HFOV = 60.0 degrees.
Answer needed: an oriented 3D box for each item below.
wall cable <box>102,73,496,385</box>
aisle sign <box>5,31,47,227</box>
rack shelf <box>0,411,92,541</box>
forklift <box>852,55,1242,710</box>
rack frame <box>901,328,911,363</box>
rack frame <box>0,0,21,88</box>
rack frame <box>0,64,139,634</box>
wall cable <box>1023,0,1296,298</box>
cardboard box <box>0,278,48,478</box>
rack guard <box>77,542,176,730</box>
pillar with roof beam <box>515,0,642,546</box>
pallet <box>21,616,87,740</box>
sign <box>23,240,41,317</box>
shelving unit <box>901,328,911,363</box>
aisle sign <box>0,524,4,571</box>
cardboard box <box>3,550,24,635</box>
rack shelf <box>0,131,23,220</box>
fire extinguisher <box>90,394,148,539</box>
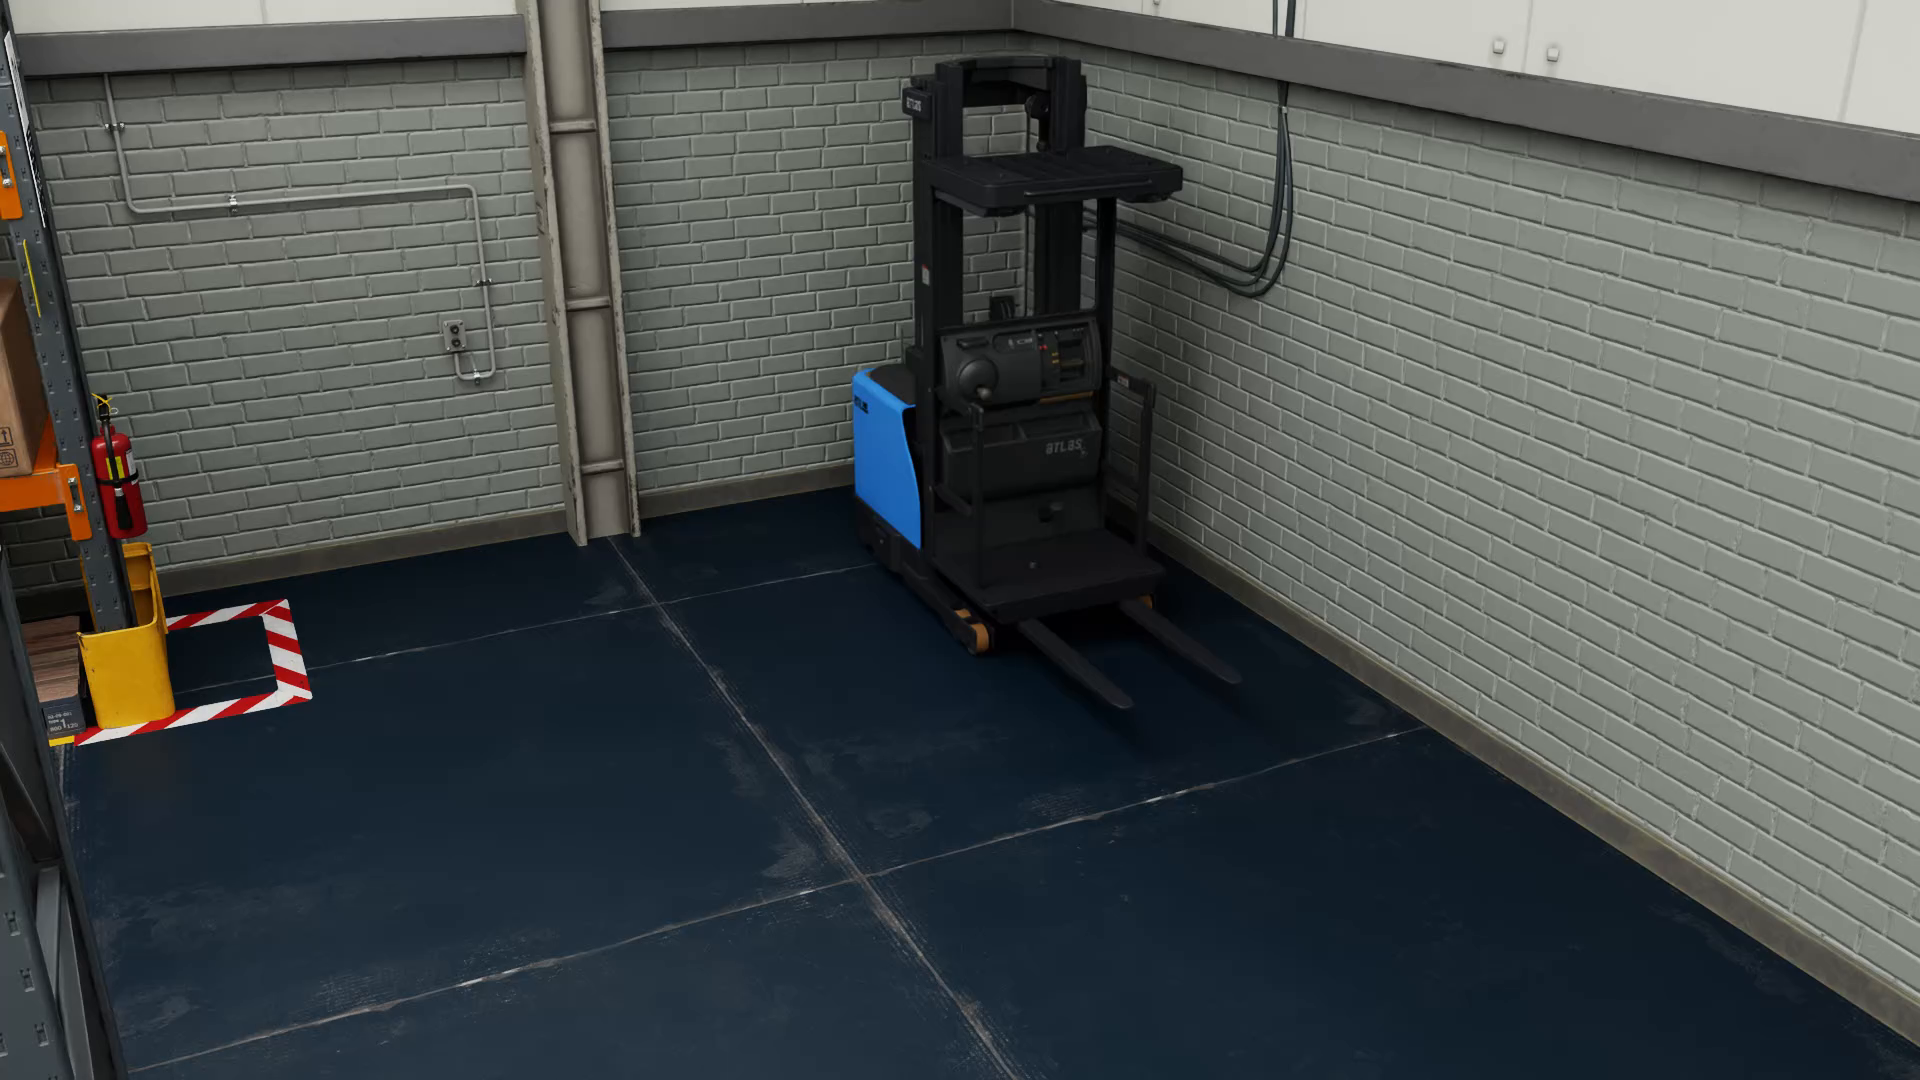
[{"bbox_3d":[-3.532,-1.695,9.095,1.851,1.984,0.084,-10,25,-24],"label":"wall cable"},{"bbox_3d":[-4.080,-1.797,7.270,0.004,0.787,0.394,-10,25,-24],"label":"aisle sign"},{"bbox_3d":[-6.078,-0.023,7.325,4.000,0.370,1.077,-10,25,-24],"label":"rack shelf"},{"bbox_3d":[0.424,-0.939,8.687,1.130,2.935,3.031,-10,25,-23],"label":"forklift"},{"bbox_3d":[-0.308,-0.712,10.399,0.006,1.200,0.240,-10,24,-23],"label":"rack frame"},{"bbox_3d":[-4.275,-3.459,6.841,0.127,3.000,1.000,-10,25,-24],"label":"rack frame"},{"bbox_3d":[-4.275,-0.687,7.989,0.127,3.000,1.000,-10,25,-24],"label":"rack frame"},{"bbox_3d":[0.976,-2.840,9.404,0.112,2.526,3.097,-10,25,-24],"label":"wall cable"},{"bbox_3d":[-4.731,-0.738,7.718,0.700,0.700,0.980,-9,24,-21],"label":"cardboard box"},{"bbox_3d":[-4.254,0.464,8.476,0.348,0.500,1.175,-10,25,-24],"label":"rack guard"},{"bbox_3d":[-0.351,-2.722,5.059,0.400,9.000,9.100,-10,25,-24],"label":"pillar with roof beam"},{"bbox_3d":[-4.962,0.761,8.136,1.213,0.211,1.003,-10,25,-24],"label":"pallet"},{"bbox_3d":[-4.053,-1.142,7.264,0.005,0.325,0.100,-10,25,-24],"label":"sign"},{"bbox_3d":[-0.226,-0.727,10.435,0.189,1.200,0.258,-10,24,-23],"label":"shelving unit"},{"bbox_3d":[-2.190,-0.294,3.640,0.004,0.787,0.394,-10,25,-24],"label":"aisle sign"},{"bbox_3d":[-4.863,0.424,8.023,0.500,0.500,0.700,-10,25,-24],"label":"cardboard box"},{"bbox_3d":[-6.078,-1.409,6.751,4.000,0.370,1.077,-10,25,-24],"label":"rack shelf"},{"bbox_3d":[-3.939,-0.345,7.751,0.183,0.674,0.296,-10,25,-24],"label":"fire extinguisher"}]
